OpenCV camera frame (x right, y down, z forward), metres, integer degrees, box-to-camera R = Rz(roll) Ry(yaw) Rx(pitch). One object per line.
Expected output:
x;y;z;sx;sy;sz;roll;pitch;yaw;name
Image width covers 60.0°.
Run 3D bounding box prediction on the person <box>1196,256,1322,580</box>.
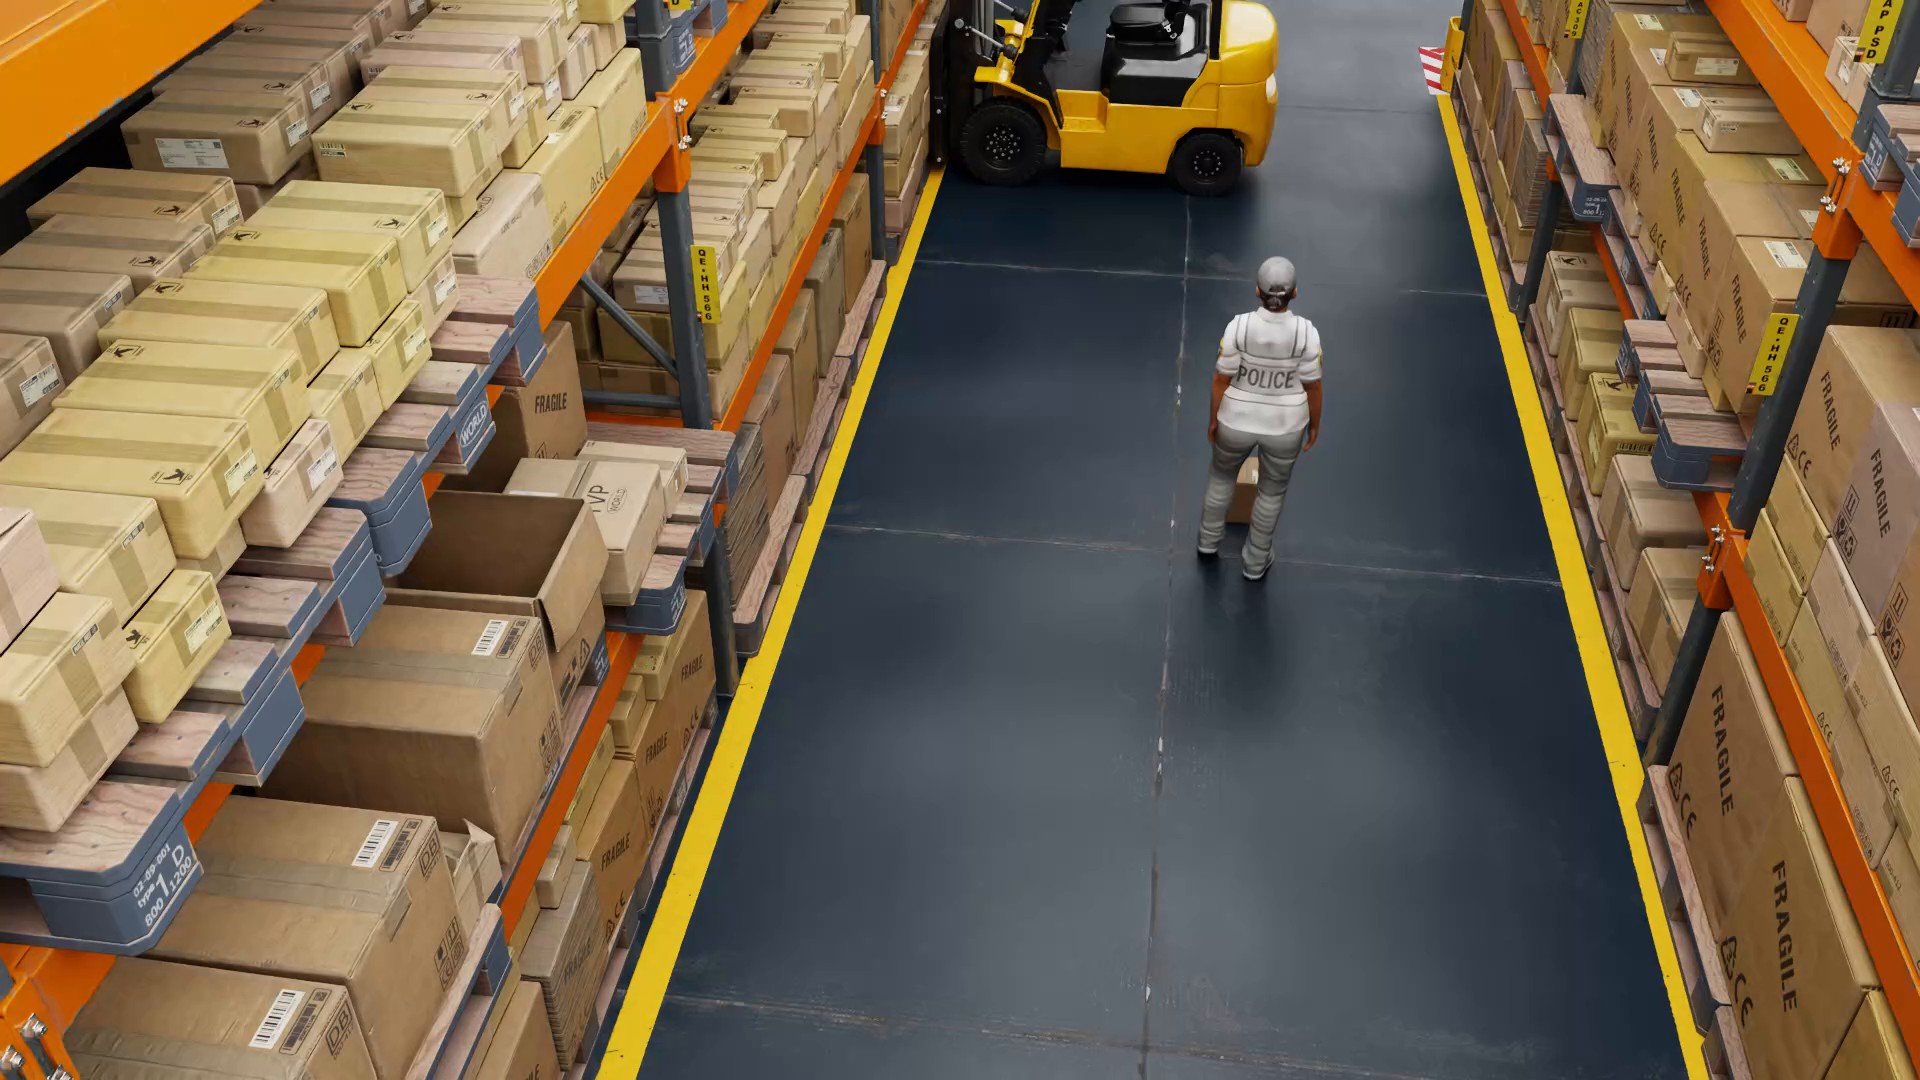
1.420;-0.565;7.822;0.531;1.700;0.486;9;37;12;person
